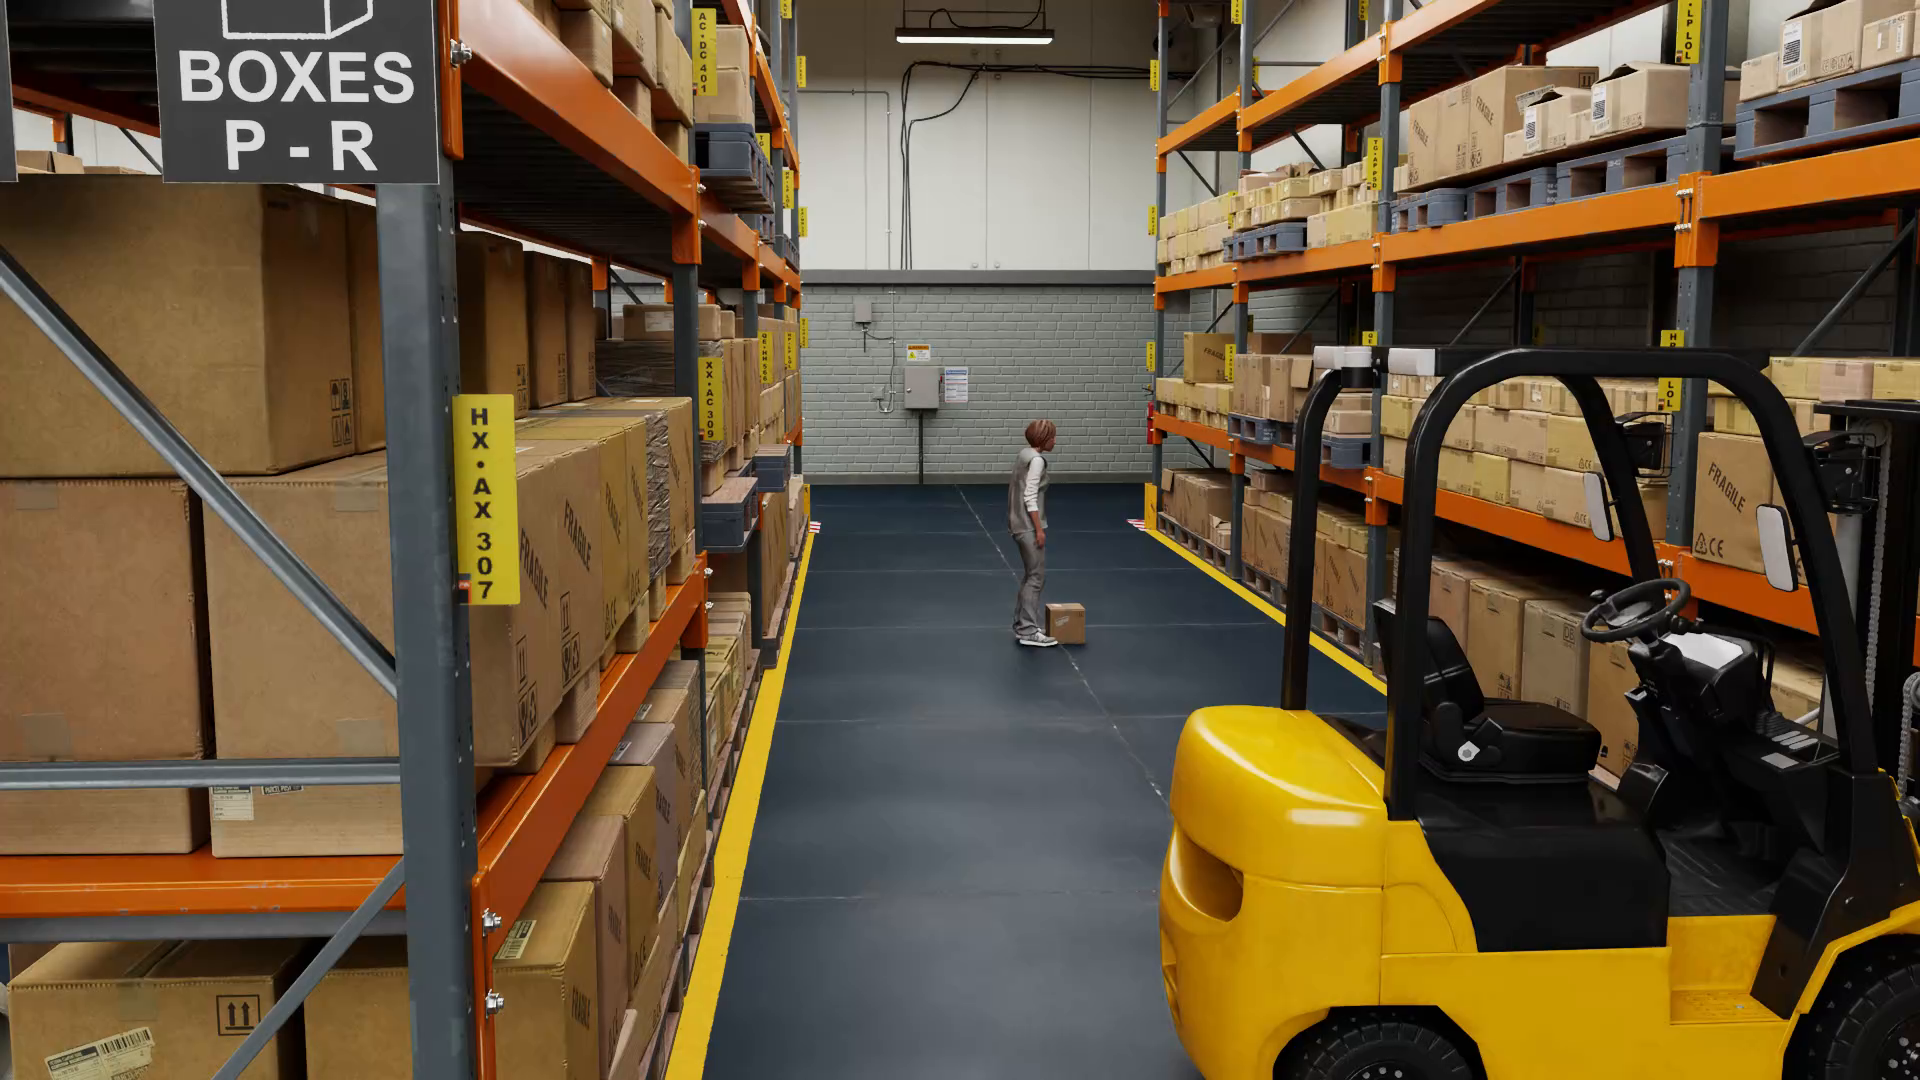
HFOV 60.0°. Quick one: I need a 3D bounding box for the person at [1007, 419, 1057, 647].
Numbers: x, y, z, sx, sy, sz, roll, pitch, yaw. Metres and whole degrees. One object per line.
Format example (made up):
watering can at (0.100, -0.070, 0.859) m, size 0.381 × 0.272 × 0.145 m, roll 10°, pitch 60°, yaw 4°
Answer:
person at (0.513, -0.042, 11.815) m, size 0.347 × 1.551 × 0.464 m, roll 0°, pitch 7°, yaw -4°
